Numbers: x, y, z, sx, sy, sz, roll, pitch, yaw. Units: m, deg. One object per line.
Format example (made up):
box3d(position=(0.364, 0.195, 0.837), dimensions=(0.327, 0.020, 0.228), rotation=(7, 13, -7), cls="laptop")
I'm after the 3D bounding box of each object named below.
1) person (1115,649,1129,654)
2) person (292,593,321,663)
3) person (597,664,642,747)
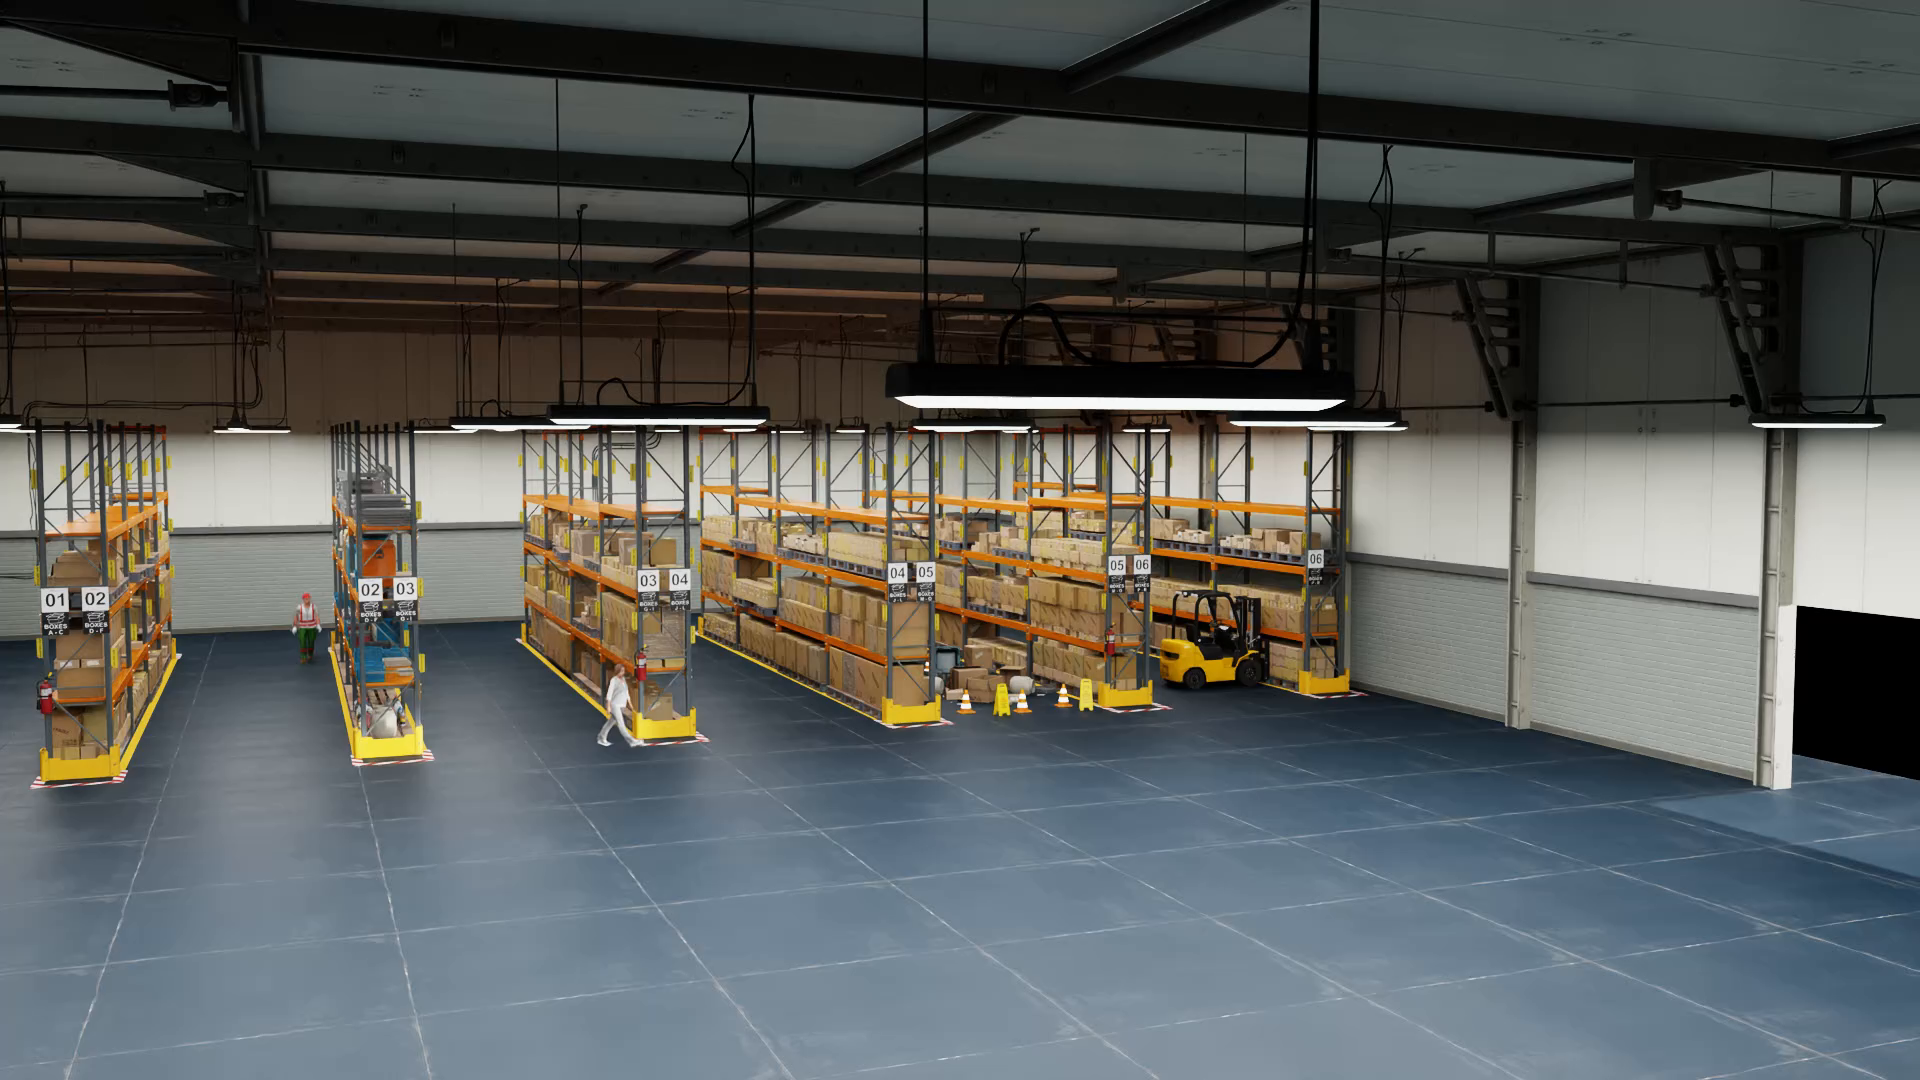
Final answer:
box3d(position=(3.784, 2.427, 39.609), dimensions=(0.591, 1.640, 0.796), rotation=(-2, 4, -25), cls="person")
box3d(position=(-16.496, 2.209, 41.975), dimensions=(0.690, 1.725, 1.061), rotation=(-1, 4, -19), cls="person")
box3d(position=(-6.212, 3.037, 30.417), dimensions=(1.022, 1.519, 0.428), rotation=(1, 4, 15), cls="person")
